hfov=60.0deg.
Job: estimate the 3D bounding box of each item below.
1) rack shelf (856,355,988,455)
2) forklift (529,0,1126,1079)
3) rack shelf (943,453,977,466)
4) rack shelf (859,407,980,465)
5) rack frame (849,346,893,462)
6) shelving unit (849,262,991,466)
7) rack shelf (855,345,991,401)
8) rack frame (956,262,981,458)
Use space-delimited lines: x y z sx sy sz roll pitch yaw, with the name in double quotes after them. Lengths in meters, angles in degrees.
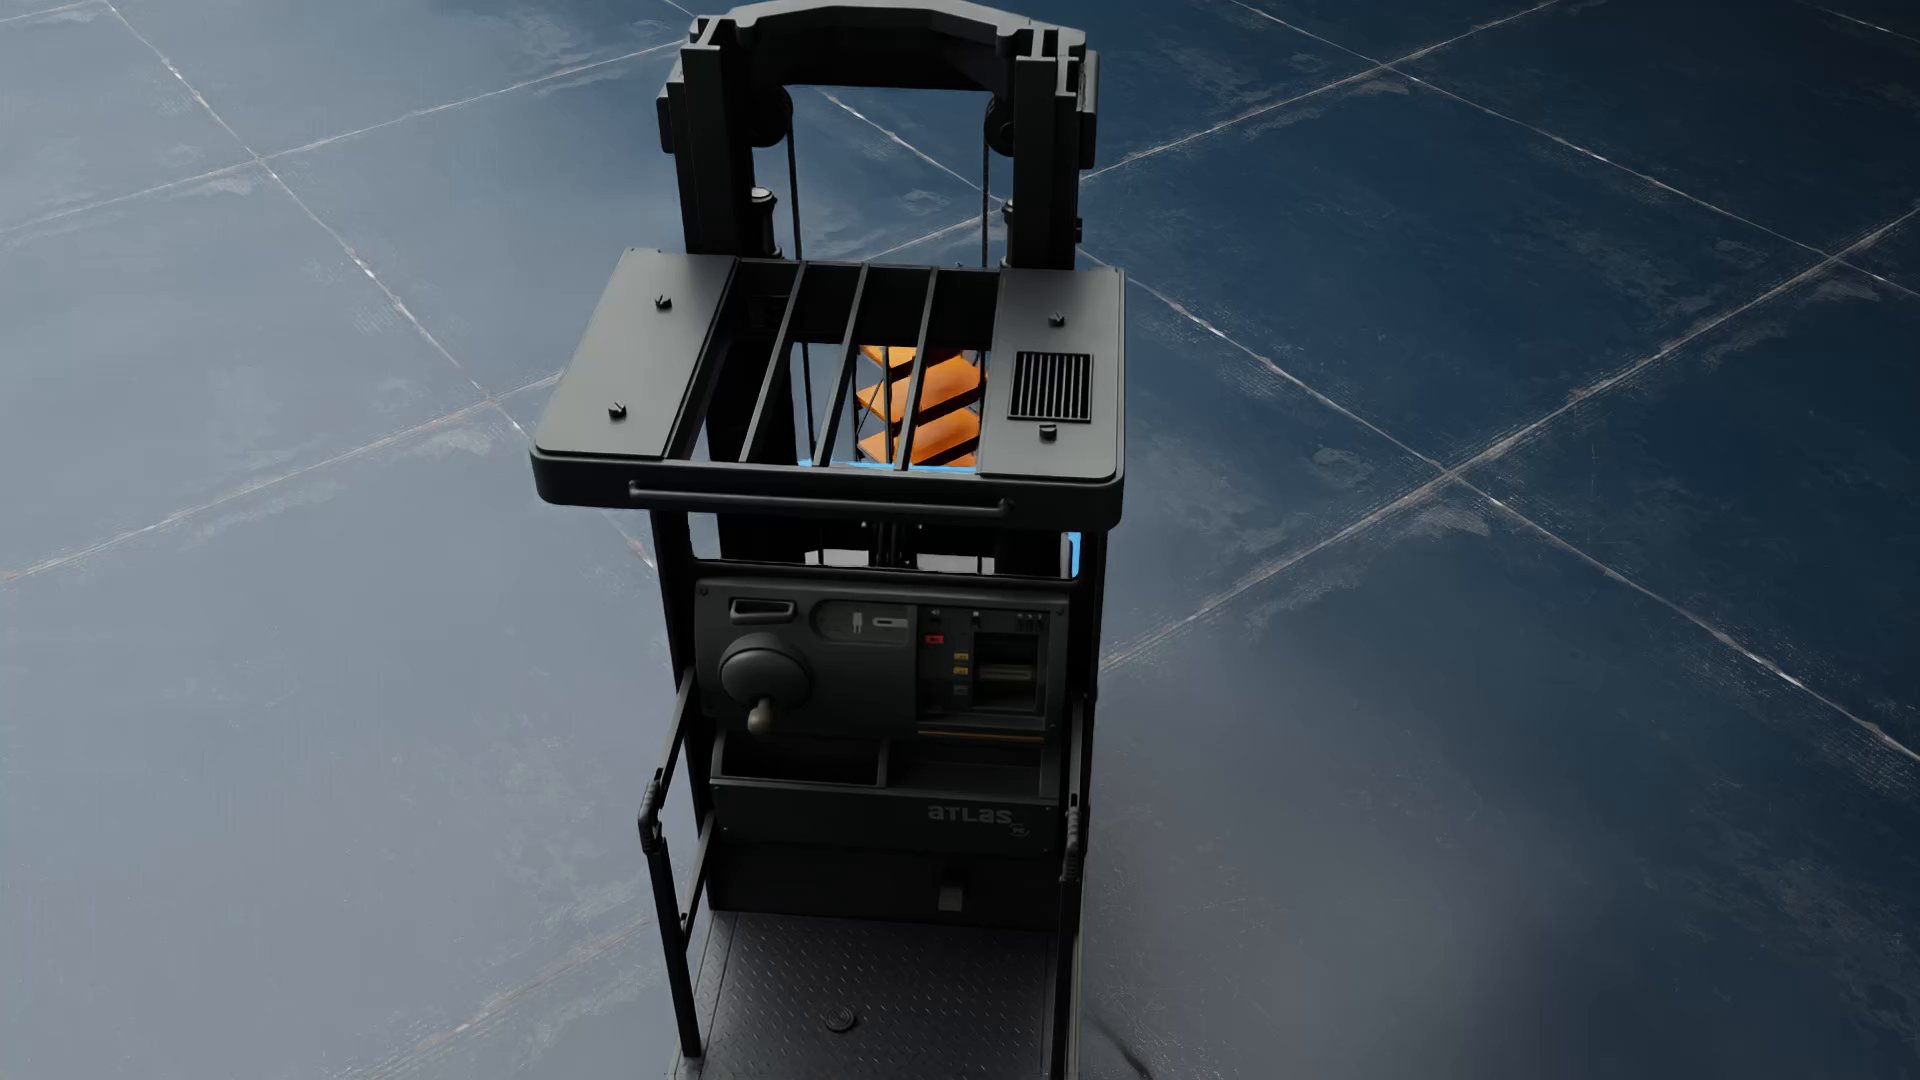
-0.131 -0.521 6.192 0.480 0.148 0.258 -26 46 -28 "rack shelf"
-0.213 0.381 3.974 1.130 2.935 3.031 3 39 4 "forklift"
-0.131 -0.194 6.460 0.480 0.148 0.258 -26 46 -28 "rack shelf"
-0.131 -0.348 6.334 0.480 0.148 0.258 -26 46 -28 "rack shelf"
-0.325 -0.306 6.177 0.015 1.200 0.240 -26 46 -28 "rack frame"
-0.131 -0.400 6.291 0.503 1.200 0.258 -26 46 -28 "shelving unit"
-0.131 -0.704 6.042 0.480 0.148 0.258 -26 46 -28 "rack shelf"
0.062 -0.494 6.406 0.015 1.200 0.240 -26 46 -28 "rack frame"
